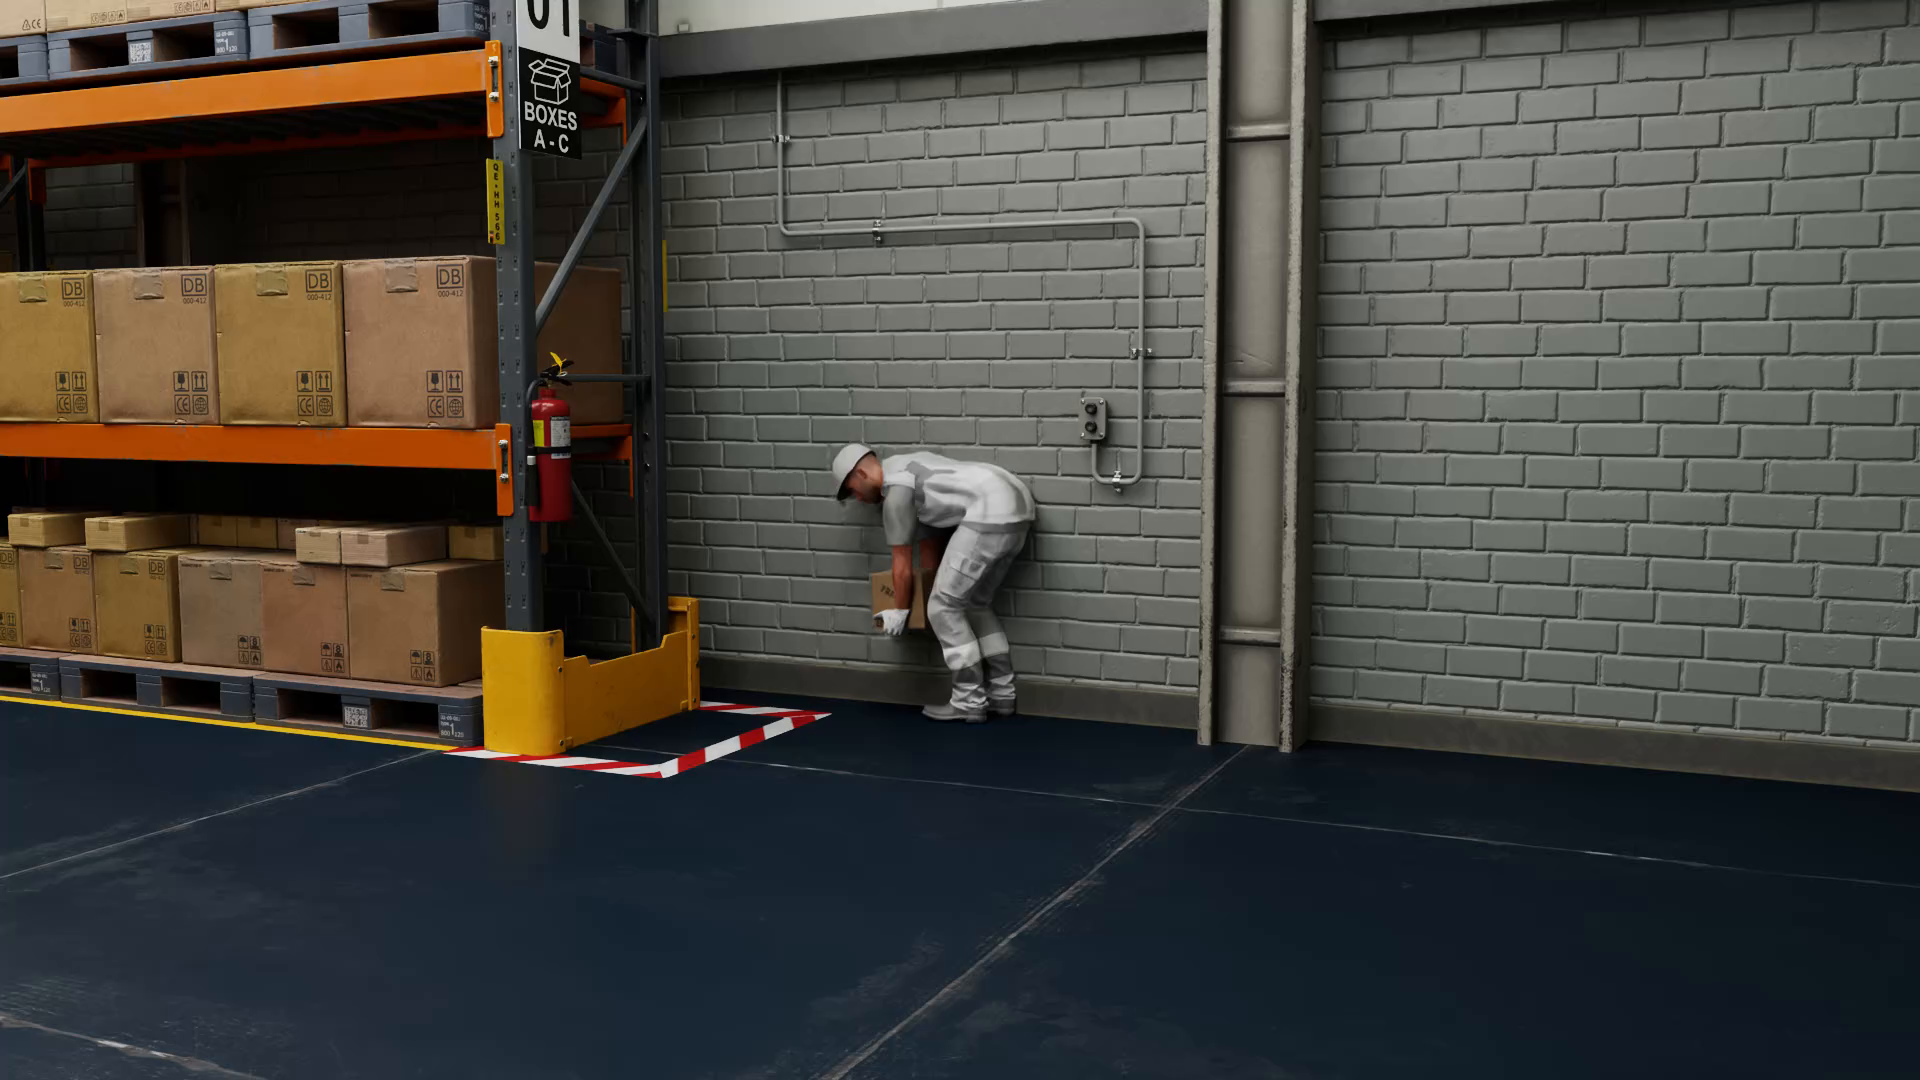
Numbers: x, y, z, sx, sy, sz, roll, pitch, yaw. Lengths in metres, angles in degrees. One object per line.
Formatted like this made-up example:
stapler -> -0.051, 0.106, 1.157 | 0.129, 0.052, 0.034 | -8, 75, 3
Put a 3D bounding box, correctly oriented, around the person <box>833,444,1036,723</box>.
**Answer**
person -> -0.133, 0.180, 7.466 | 0.948, 1.213, 0.485 | 2, 6, 23
